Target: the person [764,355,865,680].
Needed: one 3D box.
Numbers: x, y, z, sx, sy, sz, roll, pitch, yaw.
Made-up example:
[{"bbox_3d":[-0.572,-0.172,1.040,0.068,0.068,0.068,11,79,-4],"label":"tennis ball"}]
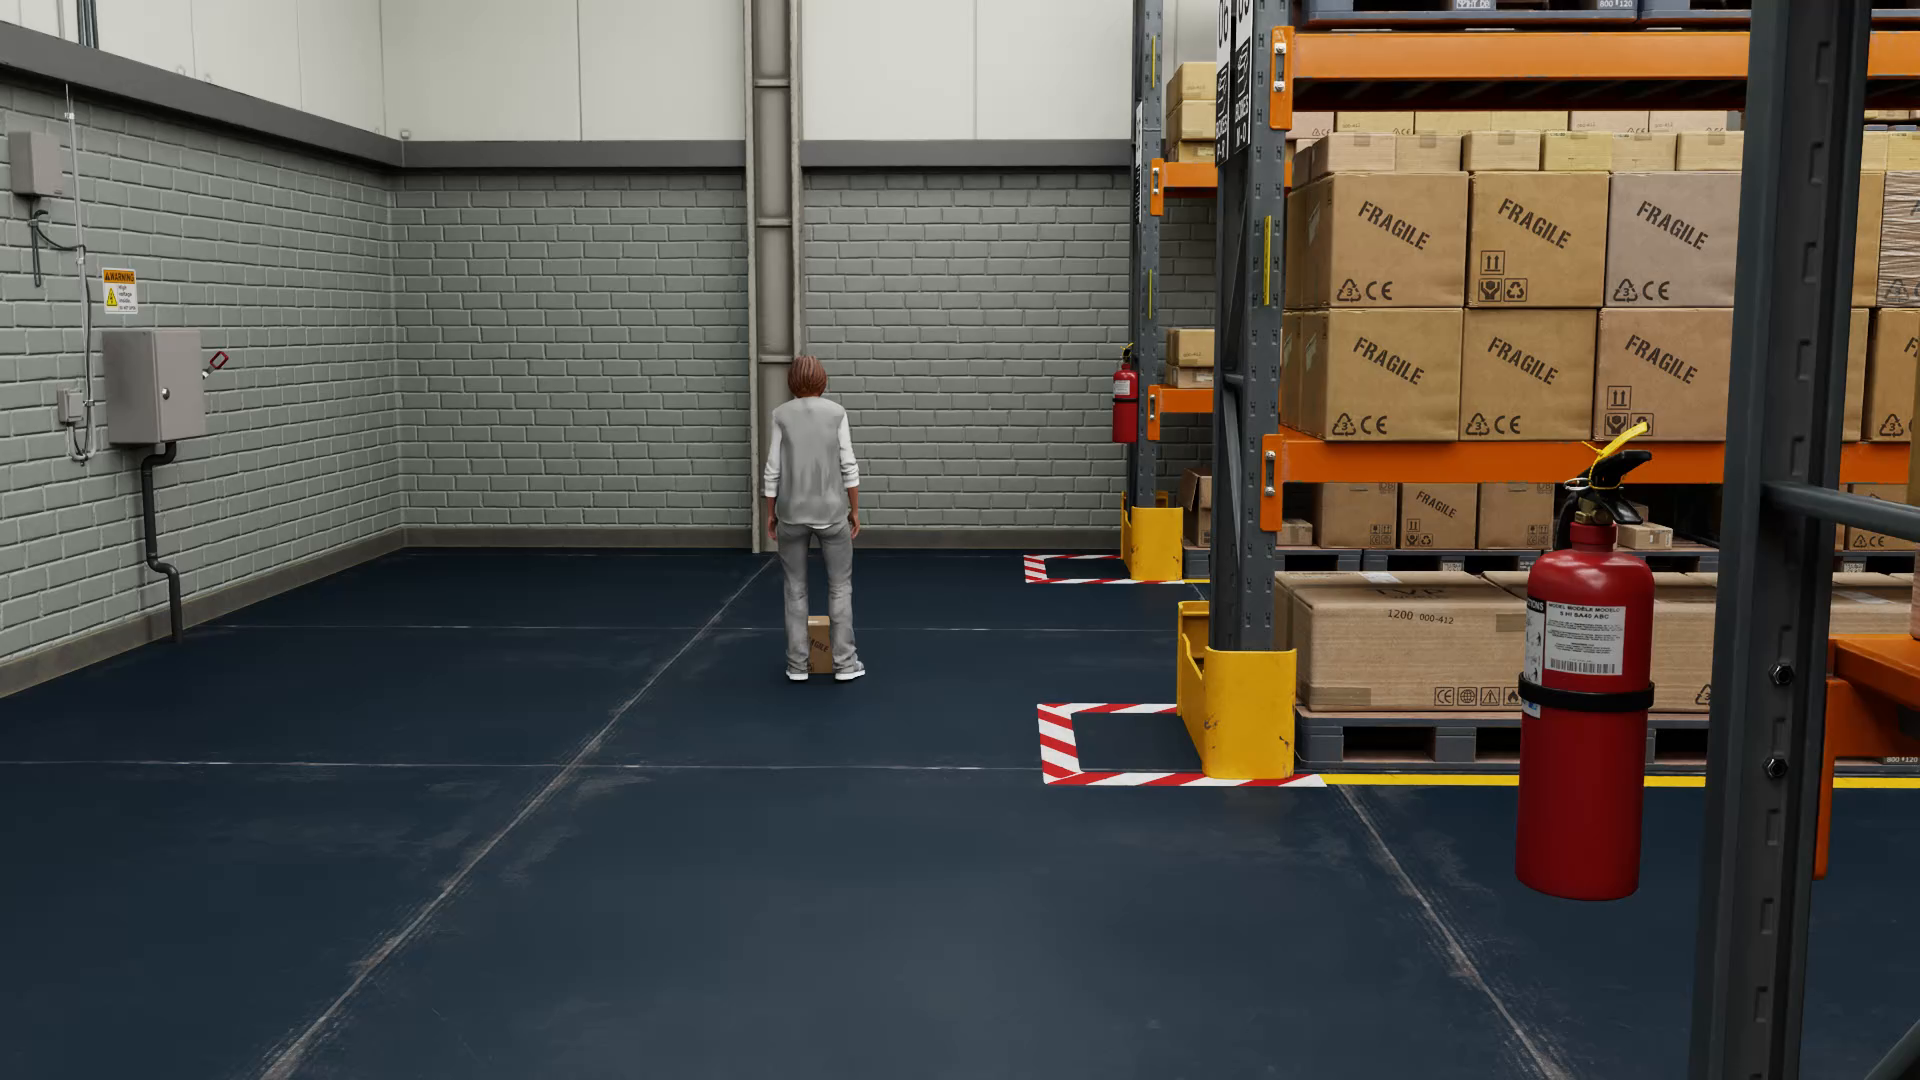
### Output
[{"bbox_3d":[-0.709,-0.103,8.114,0.473,1.592,0.346,0,7,-2],"label":"person"}]
